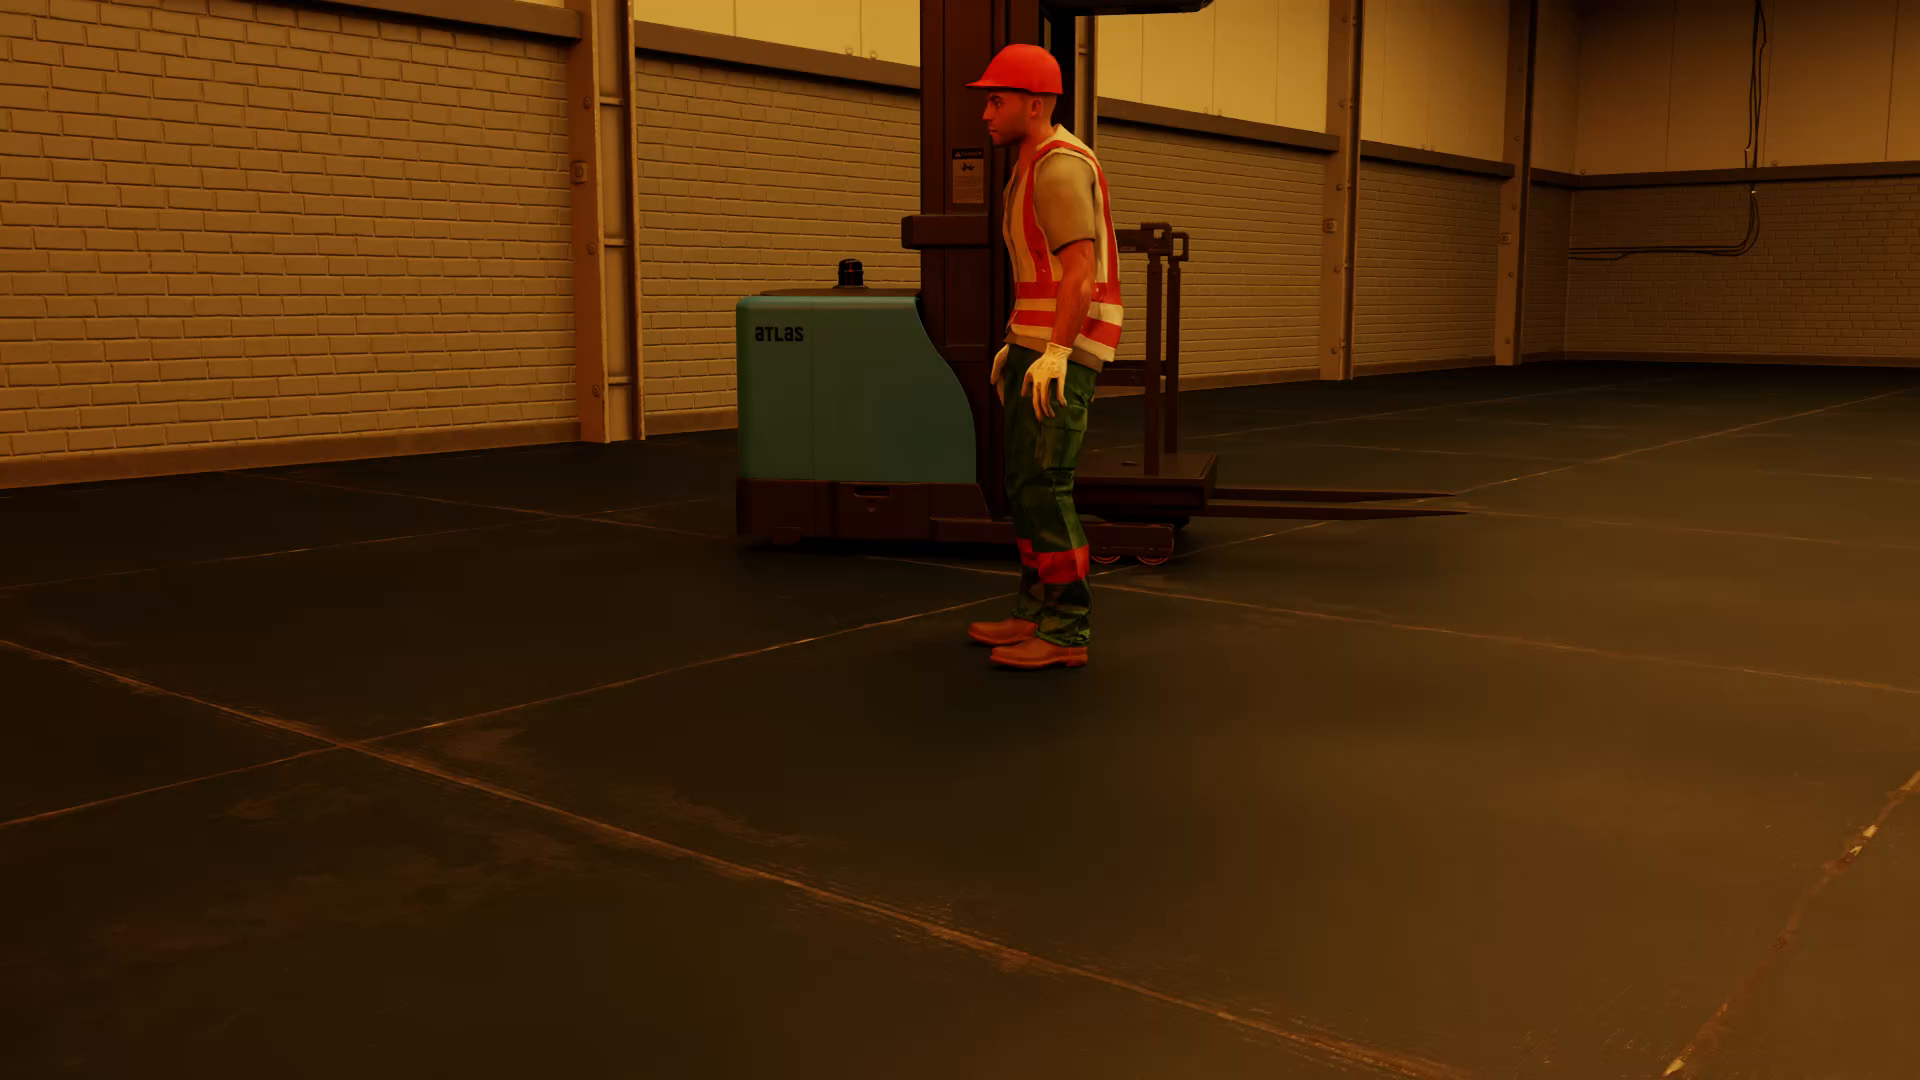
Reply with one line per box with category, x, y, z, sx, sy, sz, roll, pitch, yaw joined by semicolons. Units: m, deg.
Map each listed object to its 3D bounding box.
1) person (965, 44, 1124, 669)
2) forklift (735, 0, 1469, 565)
person;0.232;-0.525;4.859;0.450;1.780;0.623;-1;8;-9
forklift;0.611;-1.432;7.068;3.031;2.935;1.130;2;8;12
